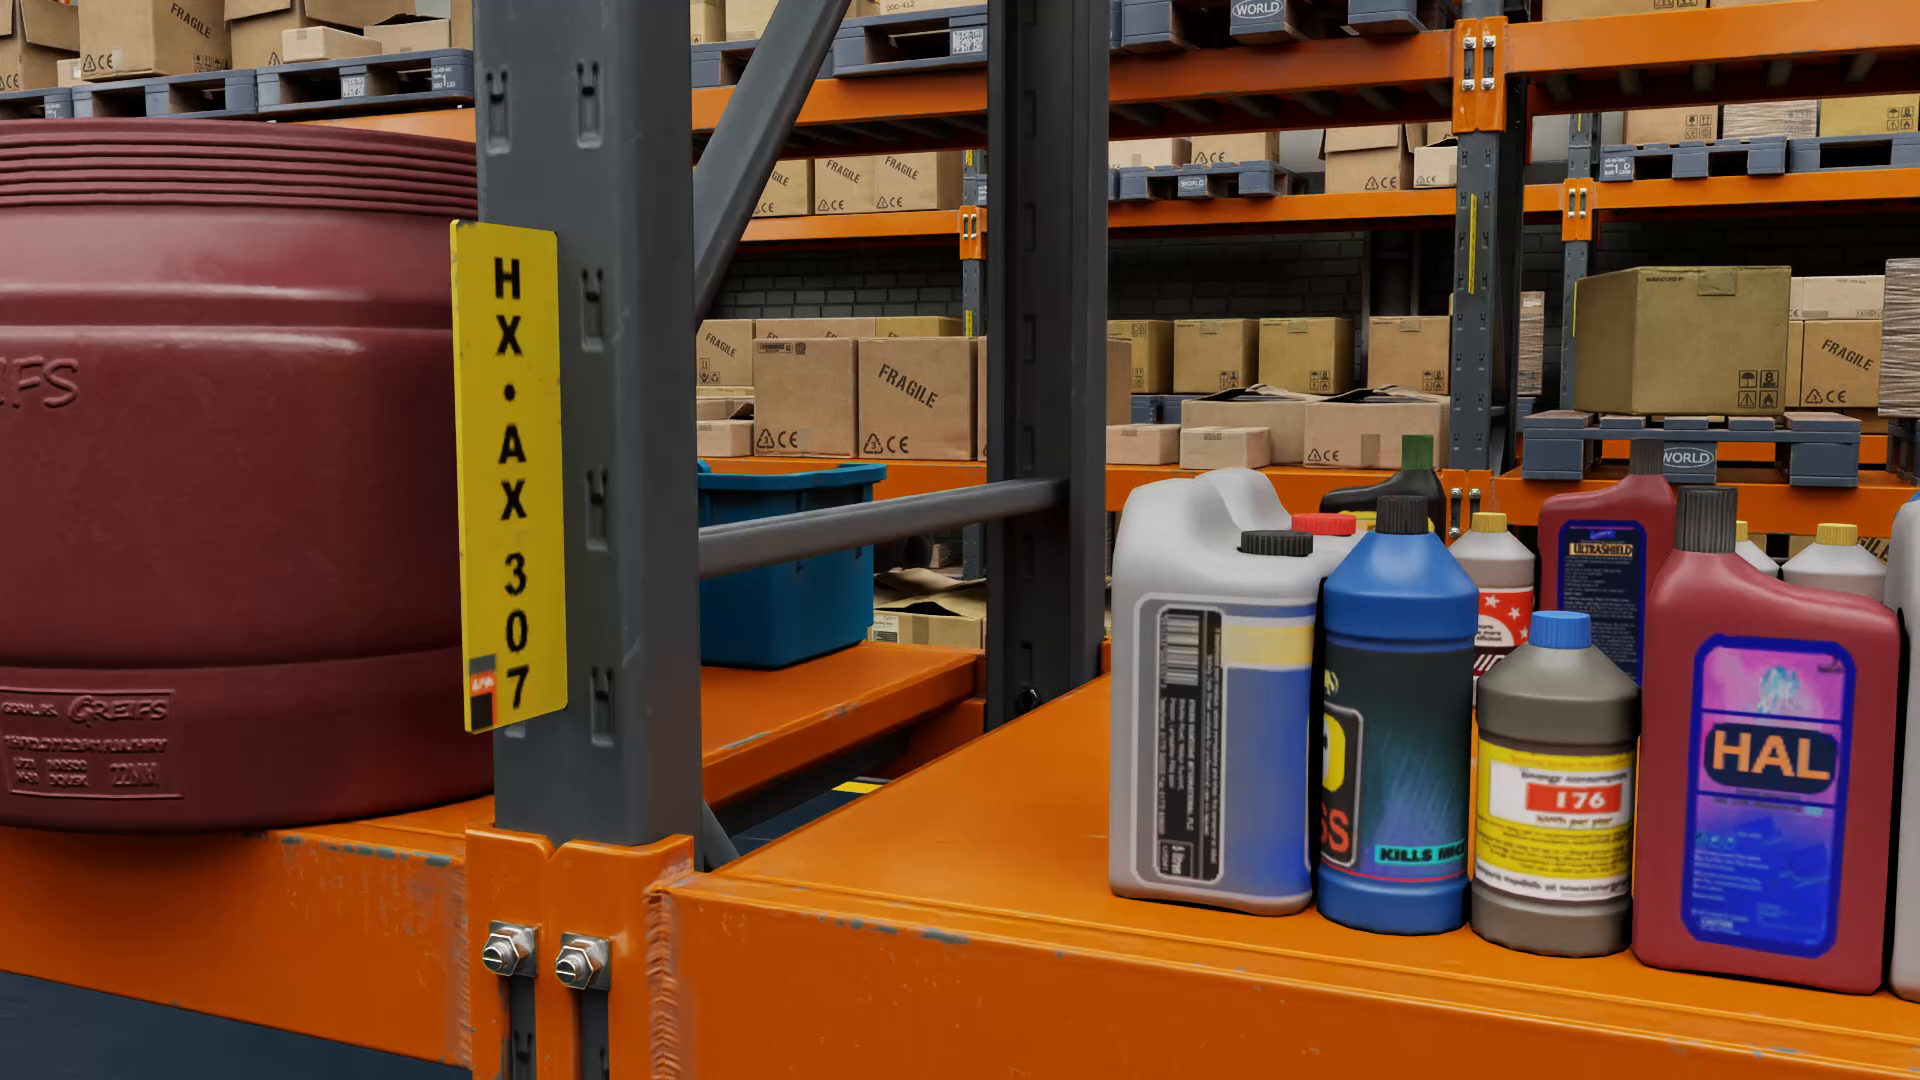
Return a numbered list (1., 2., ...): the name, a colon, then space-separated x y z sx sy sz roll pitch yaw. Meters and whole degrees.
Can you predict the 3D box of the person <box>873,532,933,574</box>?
1. person: -0.434 -0.130 9.517 0.603 1.654 0.485 4 7 33
